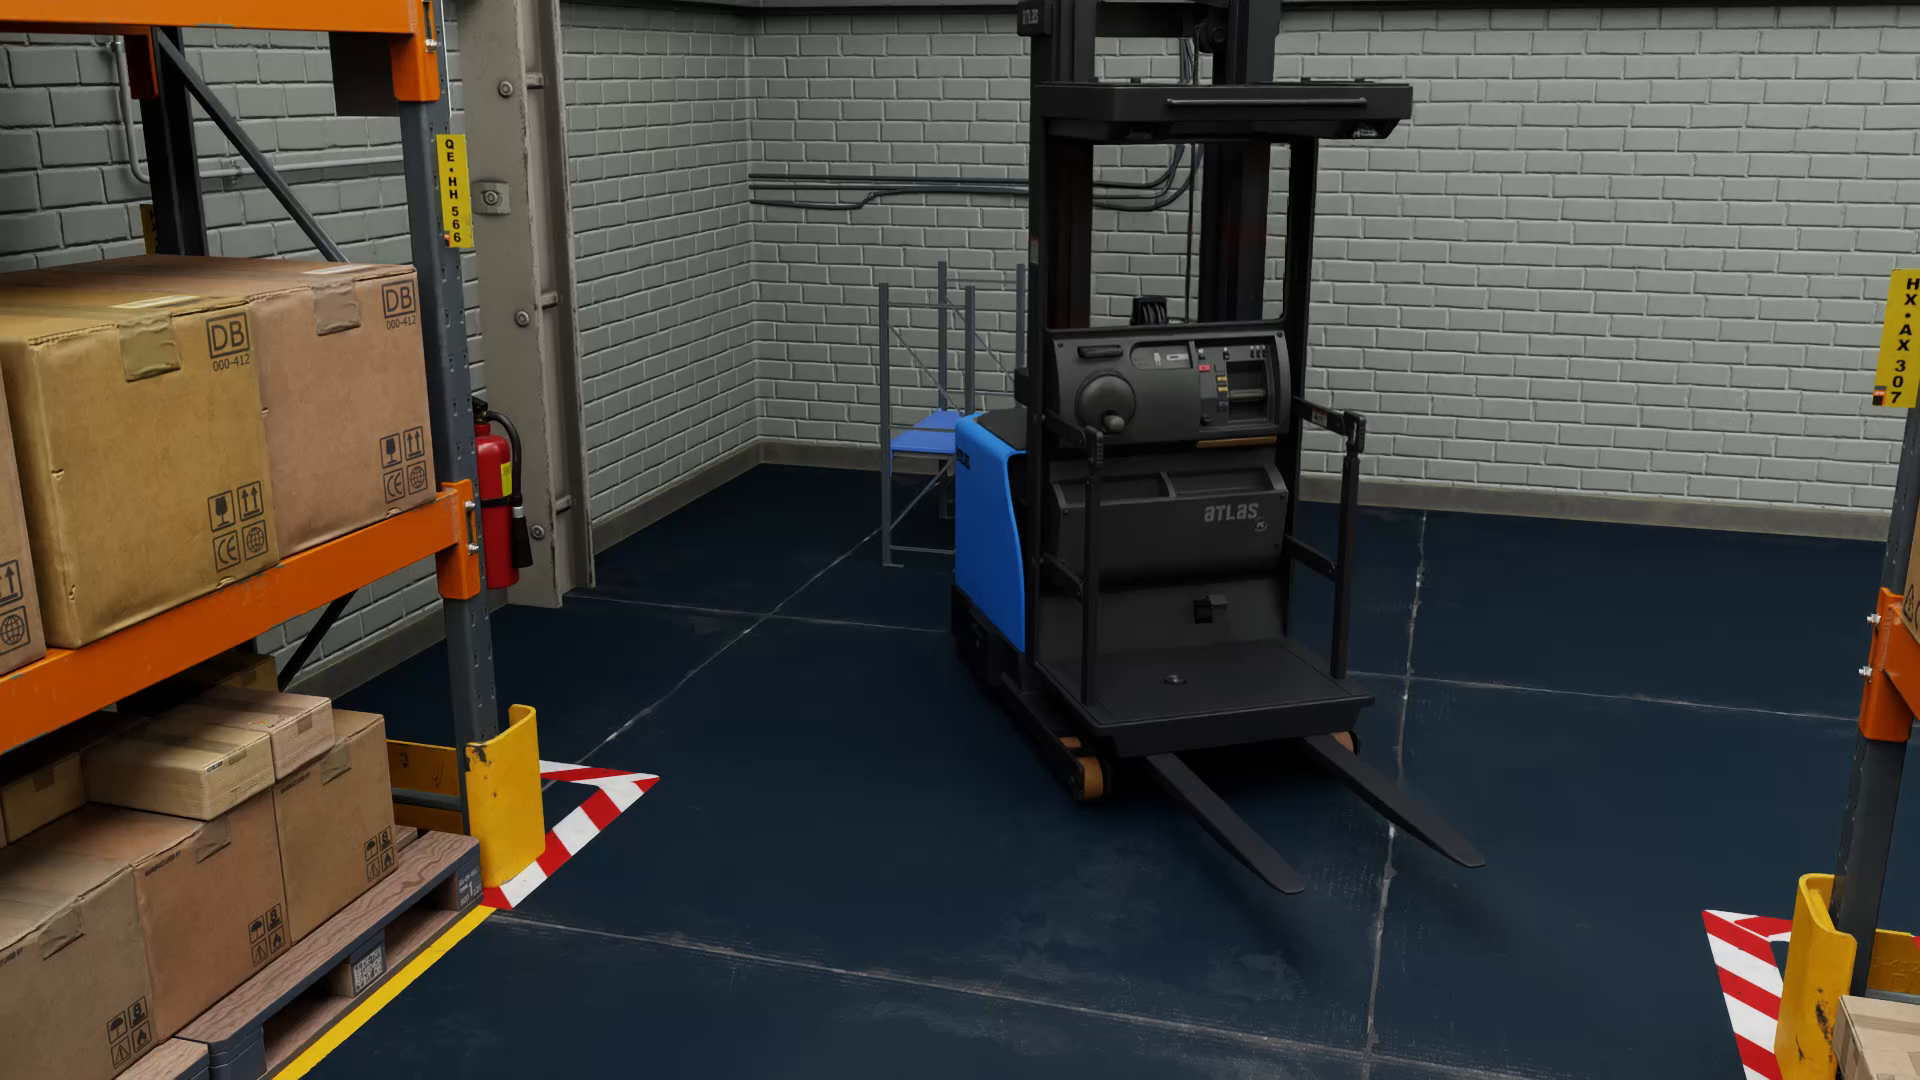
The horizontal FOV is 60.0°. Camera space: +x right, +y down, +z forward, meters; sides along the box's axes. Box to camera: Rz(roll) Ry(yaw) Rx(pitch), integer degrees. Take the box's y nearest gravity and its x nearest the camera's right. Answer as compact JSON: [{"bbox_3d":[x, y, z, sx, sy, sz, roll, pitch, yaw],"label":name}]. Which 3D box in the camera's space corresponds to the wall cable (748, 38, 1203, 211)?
[{"bbox_3d":[-0.053,-3.243,9.962,3.097,2.526,0.112,5,16,16],"label":"wall cable"}]

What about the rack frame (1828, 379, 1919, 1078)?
[{"bbox_3d":[2.747,-0.015,3.887,1.000,3.000,0.127,5,16,16],"label":"rack frame"}]

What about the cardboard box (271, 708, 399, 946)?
[{"bbox_3d":[-2.106,0.793,4.849,0.700,0.500,0.500,5,16,16],"label":"cardboard box"}]

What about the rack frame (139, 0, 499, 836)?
[{"bbox_3d":[-2.003,-0.399,5.238,1.000,3.000,0.127,5,16,16],"label":"rack frame"}]

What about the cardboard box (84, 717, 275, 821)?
[{"bbox_3d":[-2.040,0.595,4.356,0.380,0.149,0.250,5,17,17],"label":"cardboard box"}]

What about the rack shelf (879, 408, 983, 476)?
[{"bbox_3d":[-0.024,-0.526,9.095,0.538,0.185,1.000,5,16,16],"label":"rack shelf"}]

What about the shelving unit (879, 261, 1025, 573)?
[{"bbox_3d":[-0.024,-0.699,9.046,0.538,1.500,1.048,5,16,16],"label":"shelving unit"}]

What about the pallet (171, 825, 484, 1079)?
[{"bbox_3d":[-2.155,1.158,4.859,1.003,0.211,1.213,5,16,16],"label":"pallet"}]

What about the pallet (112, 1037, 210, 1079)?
[{"bbox_3d":[-2.504,1.476,3.738,1.003,0.211,1.213,5,16,16],"label":"pallet"}]

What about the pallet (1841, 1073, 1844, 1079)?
[{"bbox_3d":[2.500,1.555,3.462,1.003,0.211,1.213,5,16,16],"label":"pallet"}]

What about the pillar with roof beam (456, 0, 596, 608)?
[{"bbox_3d":[2.062,-3.724,5.969,9.100,9.000,0.400,5,16,16],"label":"pillar with roof beam"}]

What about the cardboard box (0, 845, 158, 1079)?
[{"bbox_3d":[-2.391,1.055,3.923,0.700,0.500,0.500,4,16,14],"label":"cardboard box"}]

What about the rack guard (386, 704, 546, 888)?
[{"bbox_3d":[-1.996,0.798,5.601,1.175,0.500,0.348,5,16,16],"label":"rack guard"}]

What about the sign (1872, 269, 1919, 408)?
[{"bbox_3d":[2.227,-0.474,3.917,0.100,0.325,0.005,5,16,16],"label":"sign"}]

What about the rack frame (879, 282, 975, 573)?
[{"bbox_3d":[-0.169,-0.566,8.577,0.500,1.500,0.032,5,16,16],"label":"rack frame"}]

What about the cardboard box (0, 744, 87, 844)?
[{"bbox_3d":[-2.477,0.631,4.232,0.380,0.149,0.250,5,17,16],"label":"cardboard box"}]

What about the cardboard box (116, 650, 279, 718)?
[{"bbox_3d":[-2.262,0.432,4.930,0.380,0.149,0.250,5,17,16],"label":"cardboard box"}]

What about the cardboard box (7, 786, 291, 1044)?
[{"bbox_3d":[-2.248,0.924,4.387,0.700,0.500,0.500,5,16,16],"label":"cardboard box"}]

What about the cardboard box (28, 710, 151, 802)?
[{"bbox_3d":[-2.406,0.565,4.463,0.380,0.149,0.250,5,16,16],"label":"cardboard box"}]

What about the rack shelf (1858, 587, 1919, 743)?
[{"bbox_3d":[2.179,0.854,2.140,1.077,0.370,4.000,5,16,16],"label":"rack shelf"}]

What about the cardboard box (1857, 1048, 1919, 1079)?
[{"bbox_3d":[2.228,1.284,3.691,0.380,0.166,0.250,5,16,16],"label":"cardboard box"}]

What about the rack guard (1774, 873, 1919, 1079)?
[{"bbox_3d":[2.726,1.207,4.158,1.175,0.500,0.348,5,16,16],"label":"rack guard"}]

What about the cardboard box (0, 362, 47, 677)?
[{"bbox_3d":[-2.560,-0.019,3.349,0.980,0.700,0.700,4,16,13],"label":"cardboard box"}]

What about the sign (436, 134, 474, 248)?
[{"bbox_3d":[-1.487,-1.024,4.886,0.100,0.325,0.005,5,16,16],"label":"sign"}]

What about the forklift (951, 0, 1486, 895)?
[{"bbox_3d":[0.859,-0.584,6.017,1.130,2.935,3.031,-4,16,-15],"label":"forklift"}]

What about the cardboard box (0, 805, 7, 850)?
[{"bbox_3d":[-2.549,0.697,3.997,0.380,0.149,0.250,5,17,17],"label":"cardboard box"}]

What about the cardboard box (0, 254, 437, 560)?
[{"bbox_3d":[-2.139,-0.409,4.724,0.980,0.700,0.700,5,17,18],"label":"cardboard box"}]

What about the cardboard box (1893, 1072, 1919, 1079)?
[{"bbox_3d":[2.179,1.347,3.317,0.500,0.250,0.500,5,16,16],"label":"cardboard box"}]

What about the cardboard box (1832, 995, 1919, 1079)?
[{"bbox_3d":[2.299,1.227,3.924,0.380,0.149,0.250,5,16,16],"label":"cardboard box"}]

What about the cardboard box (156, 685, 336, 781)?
[{"bbox_3d":[-1.968,0.528,4.592,0.380,0.149,0.250,4,16,15],"label":"cardboard box"}]

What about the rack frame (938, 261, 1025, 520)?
[{"bbox_3d":[0.120,-0.832,9.515,0.500,1.500,0.032,5,16,16],"label":"rack frame"}]

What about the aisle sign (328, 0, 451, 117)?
[{"bbox_3d":[-1.695,-1.645,4.867,0.394,0.787,0.004,5,16,16],"label":"aisle sign"}]

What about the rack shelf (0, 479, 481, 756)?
[{"bbox_3d":[-2.572,0.471,3.491,1.077,0.370,4.000,5,16,16],"label":"rack shelf"}]

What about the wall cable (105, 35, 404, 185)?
[{"bbox_3d":[-2.546,-1.296,6.539,0.084,1.984,1.851,5,16,16],"label":"wall cable"}]

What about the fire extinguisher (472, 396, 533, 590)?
[{"bbox_3d":[-1.518,-0.186,5.312,0.296,0.674,0.183,5,16,16],"label":"fire extinguisher"}]

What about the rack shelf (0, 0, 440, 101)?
[{"bbox_3d":[-2.572,-0.972,3.082,1.077,0.370,4.000,5,16,16],"label":"rack shelf"}]

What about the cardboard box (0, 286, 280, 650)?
[{"bbox_3d":[-2.335,-0.218,4.050,0.980,0.700,0.700,4,16,15],"label":"cardboard box"}]

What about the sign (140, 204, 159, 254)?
[{"bbox_3d":[-2.534,-0.898,5.266,0.100,0.325,0.005,5,16,16],"label":"sign"}]

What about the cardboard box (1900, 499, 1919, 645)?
[{"bbox_3d":[2.368,0.032,3.536,0.500,0.500,0.500,5,17,17],"label":"cardboard box"}]
